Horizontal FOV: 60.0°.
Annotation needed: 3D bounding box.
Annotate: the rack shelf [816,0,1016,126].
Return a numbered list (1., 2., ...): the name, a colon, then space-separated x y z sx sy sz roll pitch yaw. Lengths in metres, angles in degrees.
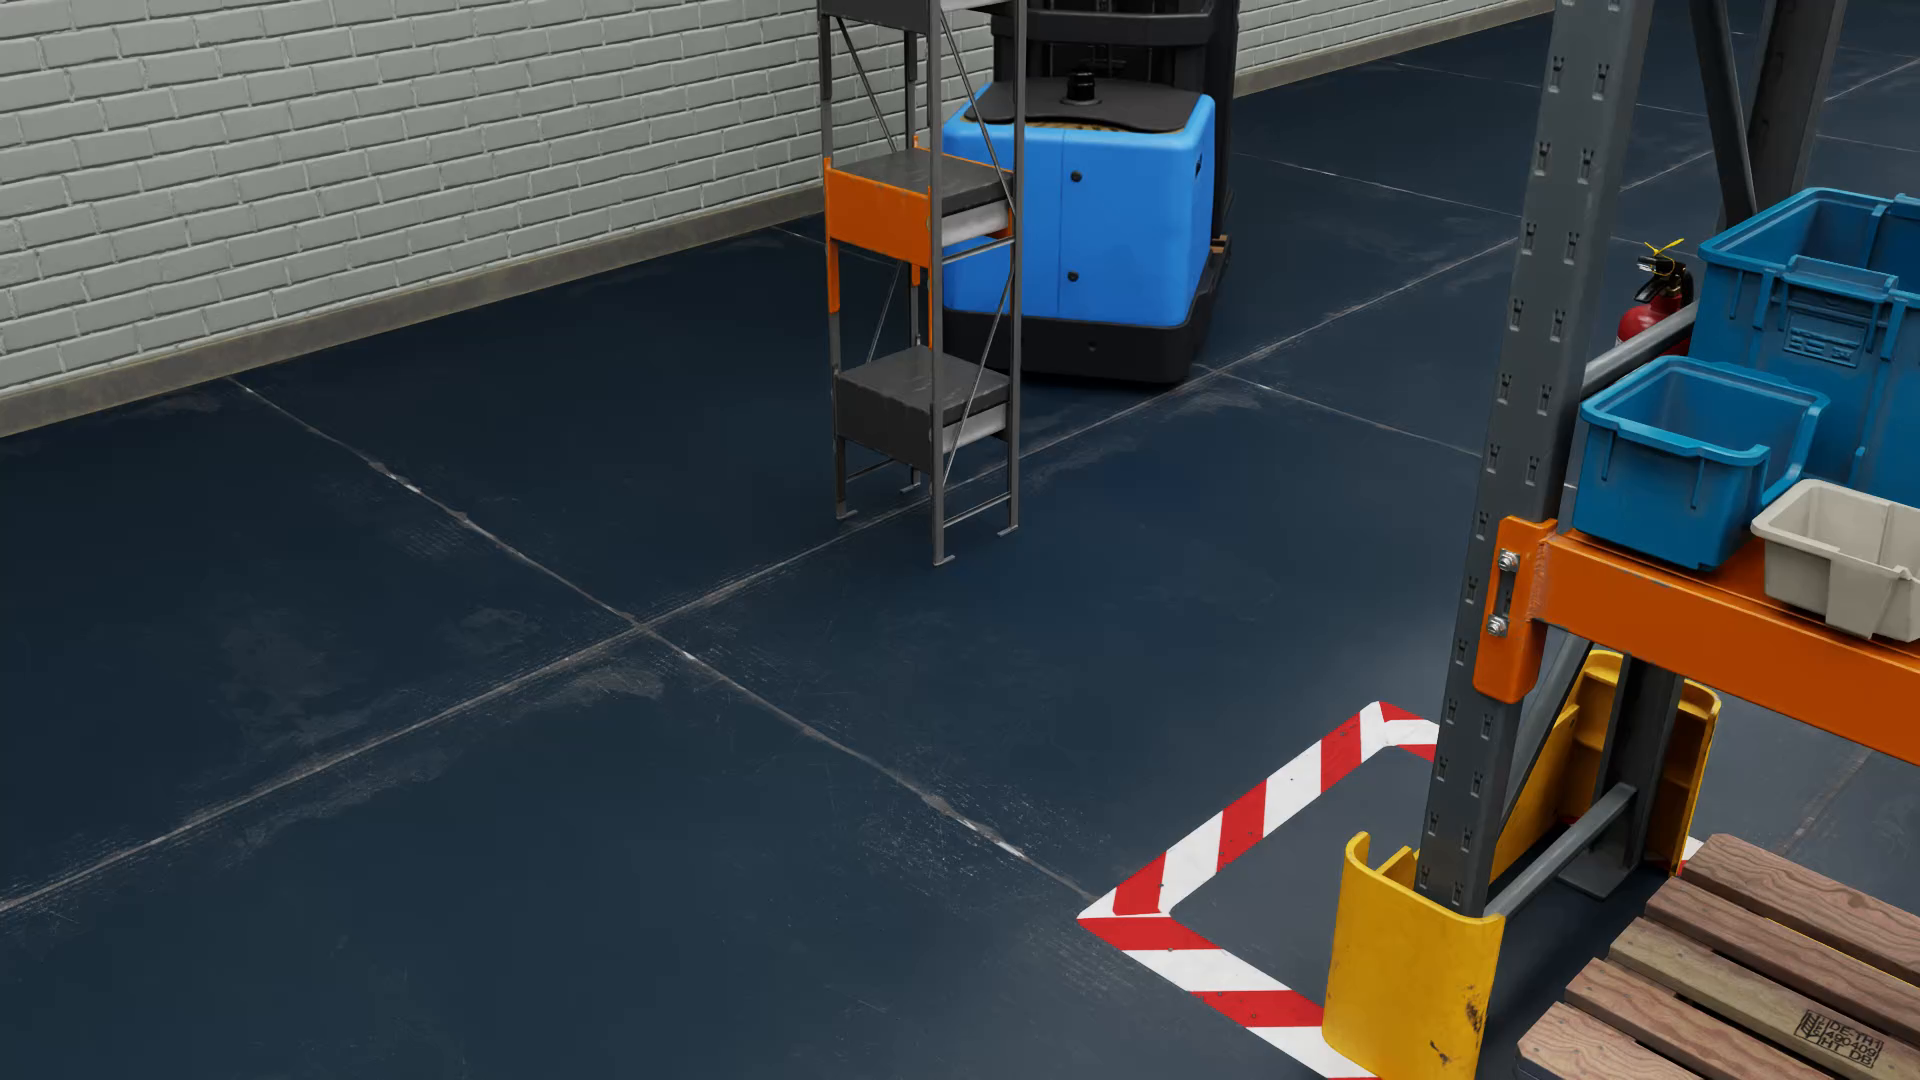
1. rack shelf: -0.118 -1.591 5.045 0.480 0.518 0.431 25 36 38

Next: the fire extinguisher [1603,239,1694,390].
1. fire extinguisher: 1.542 -0.370 3.715 0.183 0.674 0.296 25 36 38

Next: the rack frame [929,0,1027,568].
1. rack frame: 0.056 -0.904 5.213 0.015 2.100 0.400 25 36 38

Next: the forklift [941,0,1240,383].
1. forklift: 0.749 -2.608 7.560 1.130 2.935 3.031 6 28 12

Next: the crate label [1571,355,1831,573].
1. crate label: 1.276 -0.132 2.894 0.303 0.233 0.416 25 36 38

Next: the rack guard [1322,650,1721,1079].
1. rack guard: 1.305 0.733 3.818 0.348 0.500 1.175 25 36 38

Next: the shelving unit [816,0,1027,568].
1. shelving unit: -0.118 -0.983 5.364 0.503 2.100 0.431 25 36 38

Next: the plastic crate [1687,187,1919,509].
1. plastic crate: 1.701 -0.364 3.118 0.499 0.435 0.616 25 36 38

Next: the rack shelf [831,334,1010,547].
1. rack shelf: -0.118 -0.352 5.696 0.480 0.518 0.431 25 36 38

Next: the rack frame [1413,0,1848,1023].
1. rack frame: 1.331 -0.369 3.230 0.127 3.000 1.000 25 36 38

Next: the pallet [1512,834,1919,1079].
1. pallet: 1.892 1.147 3.342 1.213 0.211 1.003 25 36 38

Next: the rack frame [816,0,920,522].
1. rack frame: -0.292 -1.063 5.515 0.015 2.100 0.400 25 36 38

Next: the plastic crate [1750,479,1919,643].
1. plastic crate: 1.447 0.043 2.665 0.298 0.136 0.250 25 36 38

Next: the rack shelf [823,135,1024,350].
1. rack shelf: -0.118 -0.971 5.370 0.480 0.518 0.431 25 36 38

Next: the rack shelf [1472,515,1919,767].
1. rack shelf: 2.757 0.602 2.156 4.000 0.370 1.077 25 36 38
